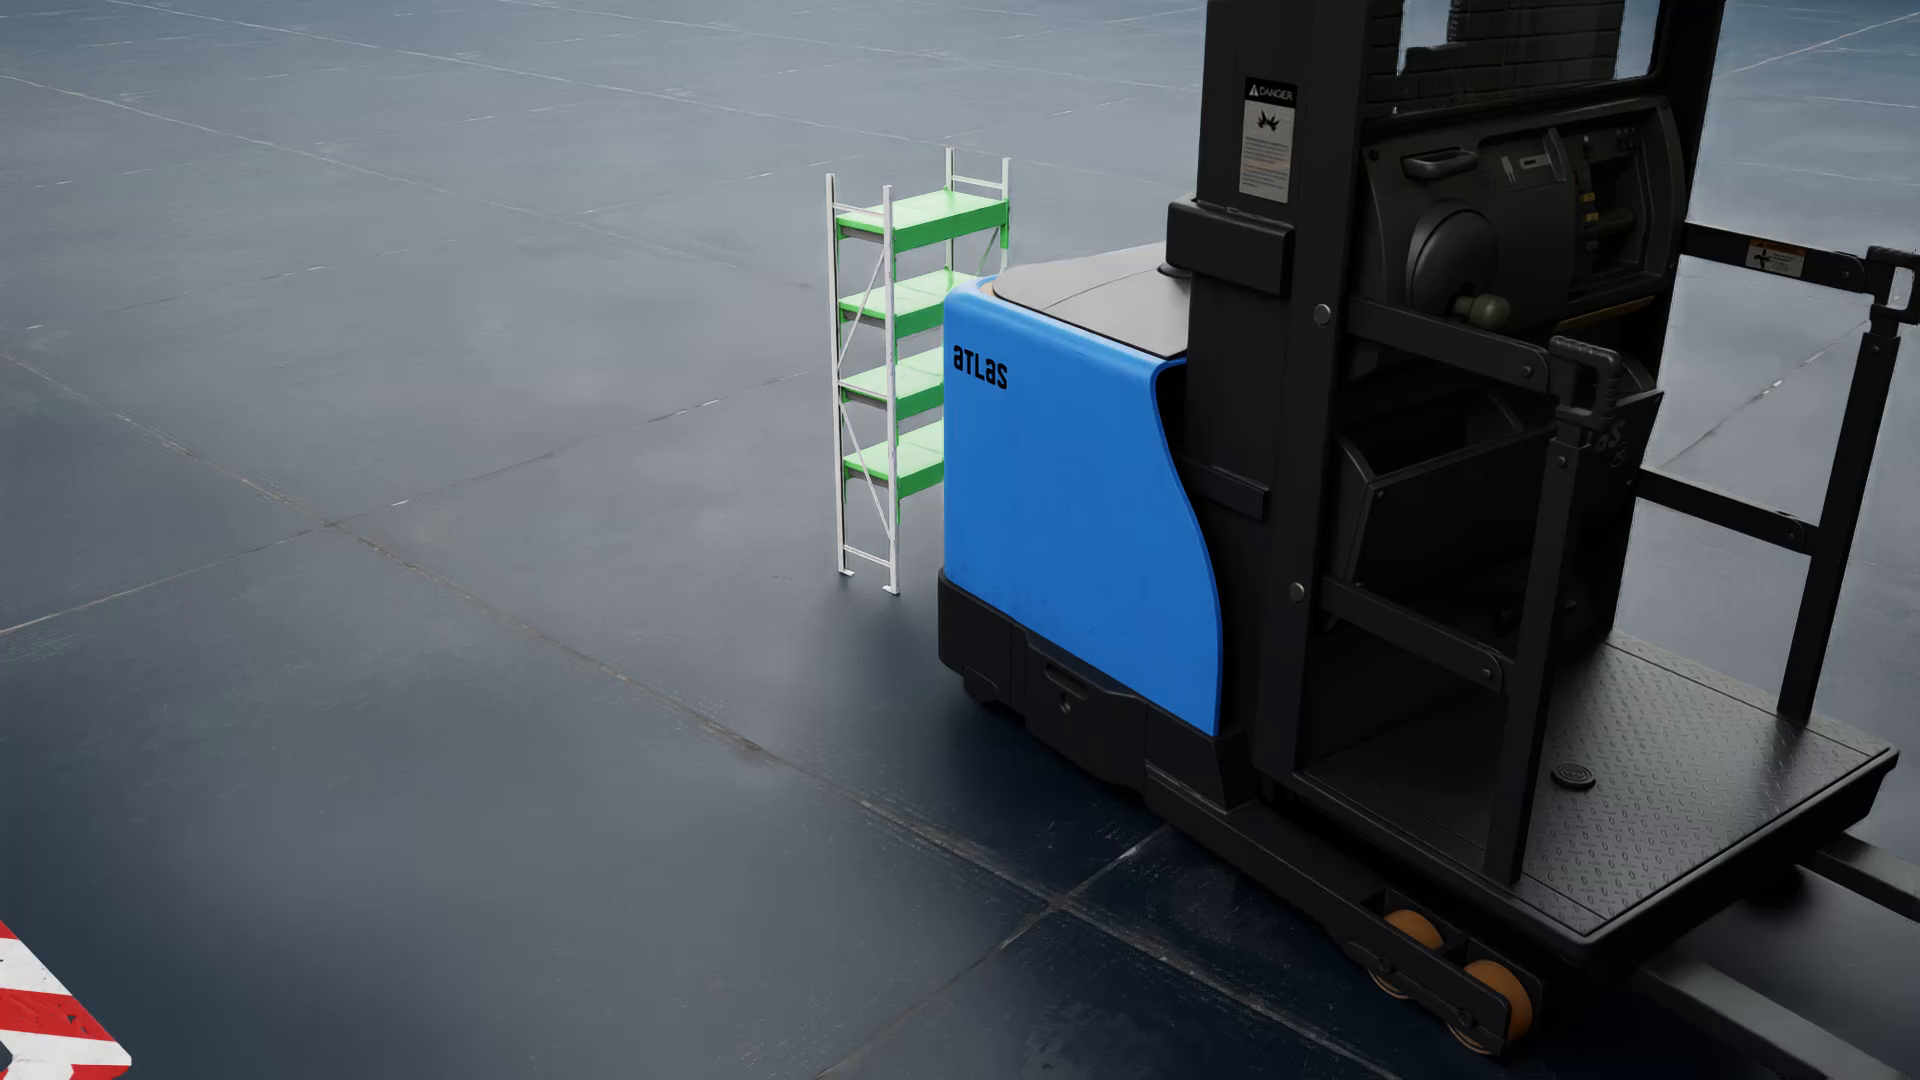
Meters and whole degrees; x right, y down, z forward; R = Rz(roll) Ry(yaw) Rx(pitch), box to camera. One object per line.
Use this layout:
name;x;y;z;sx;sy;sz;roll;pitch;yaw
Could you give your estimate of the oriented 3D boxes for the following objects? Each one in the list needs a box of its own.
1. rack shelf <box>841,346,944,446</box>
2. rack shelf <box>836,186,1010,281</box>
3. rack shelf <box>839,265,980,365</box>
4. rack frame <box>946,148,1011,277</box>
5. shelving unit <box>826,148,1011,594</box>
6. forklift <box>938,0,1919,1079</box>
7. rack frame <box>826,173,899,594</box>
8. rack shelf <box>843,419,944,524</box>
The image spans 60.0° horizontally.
rack shelf;-0.110;-0.439;4.918;0.258;0.148;0.480;20;31;38
rack shelf;-0.110;-0.877;4.722;0.258;0.148;0.480;20;31;38
rack shelf;-0.110;-0.658;4.820;0.258;0.148;0.480;20;31;38
rack frame;0.052;-0.571;5.058;0.240;1.200;0.015;20;31;38
shelving unit;-0.110;-0.497;4.892;0.258;1.200;0.503;20;31;38
forklift;1.220;-0.606;3.019;1.130;2.935;3.031;-17;29;-33
rack frame;-0.273;-0.423;4.726;0.240;1.200;0.015;20;31;38
rack shelf;-0.110;-0.220;5.016;0.258;0.148;0.480;20;31;38
